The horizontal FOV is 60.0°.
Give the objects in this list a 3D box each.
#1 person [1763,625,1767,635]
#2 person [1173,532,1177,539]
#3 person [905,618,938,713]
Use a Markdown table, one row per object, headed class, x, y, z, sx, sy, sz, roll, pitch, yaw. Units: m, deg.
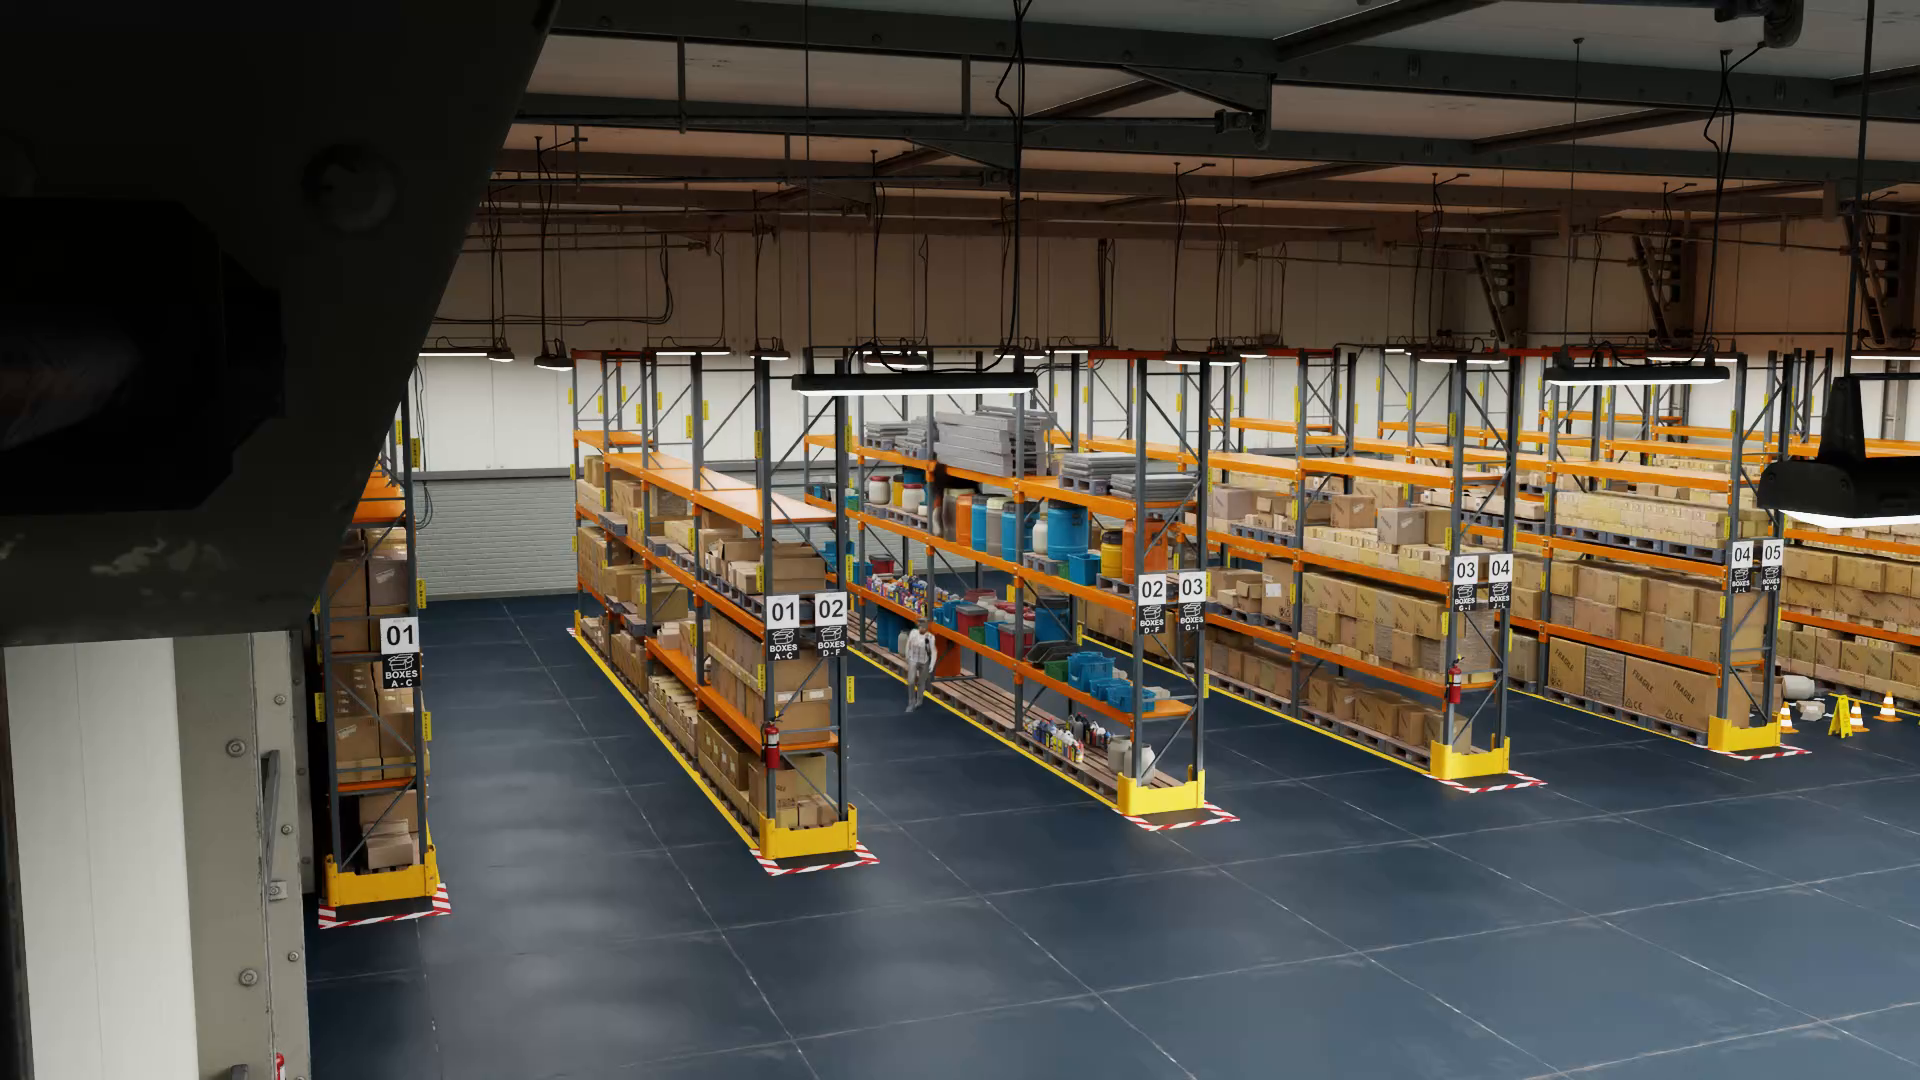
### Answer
| class | x | y | z | sx | sy | sz | roll | pitch | yaw |
| --- | --- | --- | --- | --- | --- | --- | --- | --- | --- |
| person | 16.217 | 1.419 | 33.332 | 0.725 | 1.584 | 0.970 | -6 | 9 | -39 |
| person | 5.089 | 0.636 | 38.942 | 0.659 | 1.748 | 0.698 | -2 | 7 | -17 |
| person | -0.648 | 2.081 | 27.975 | 0.564 | 1.635 | 0.775 | 0 | 7 | 2 |
